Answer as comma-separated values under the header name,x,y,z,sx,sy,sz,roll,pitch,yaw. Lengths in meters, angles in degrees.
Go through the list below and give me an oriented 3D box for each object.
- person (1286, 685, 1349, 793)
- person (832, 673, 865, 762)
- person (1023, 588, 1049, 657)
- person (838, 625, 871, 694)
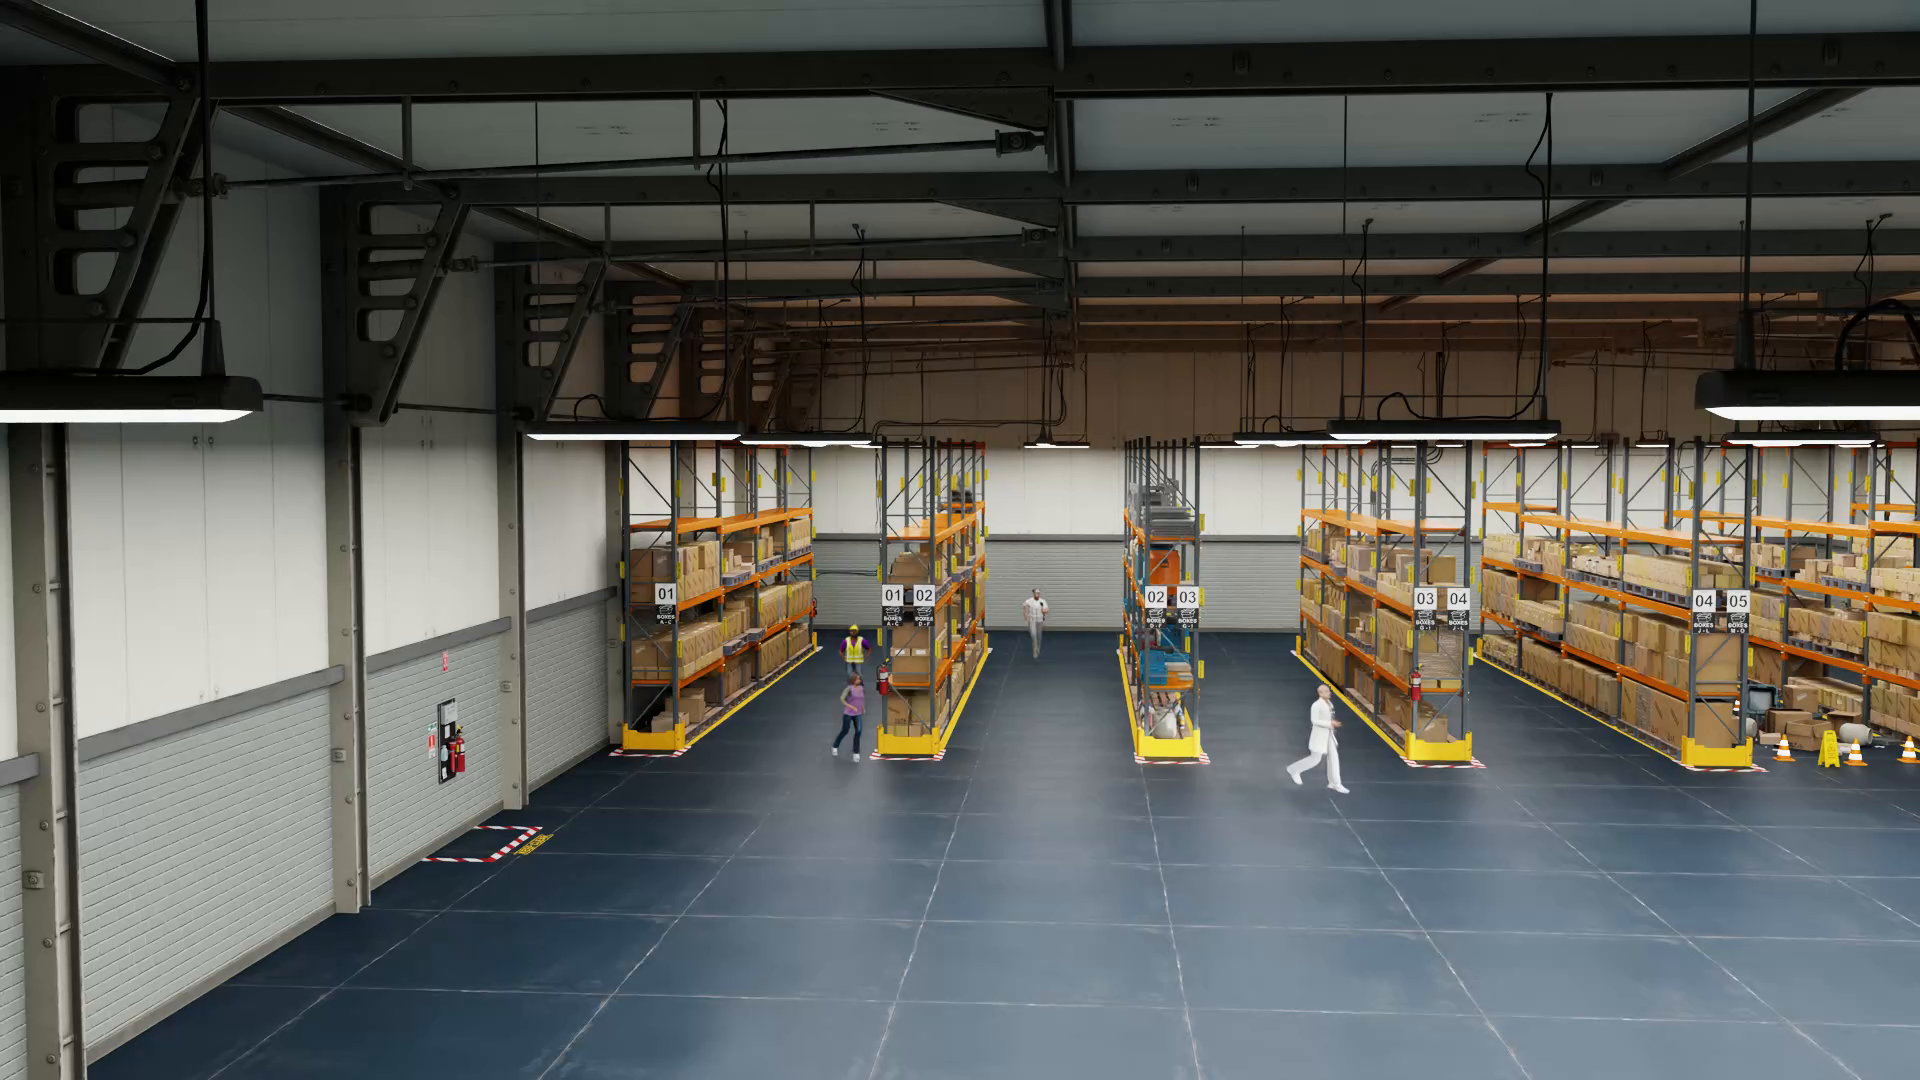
name,x,y,z,sx,sy,sz,roll,pitch,yaw
person,6.062,3.333,28.061,1.049,1.795,0.717,2,4,38
person,-1.981,3.270,30.928,0.611,1.593,0.817,-2,4,-34
person,2.048,2.198,44.770,0.679,1.819,0.938,0,3,-8
person,-2.431,2.820,38.204,0.747,1.723,0.587,0,3,1
